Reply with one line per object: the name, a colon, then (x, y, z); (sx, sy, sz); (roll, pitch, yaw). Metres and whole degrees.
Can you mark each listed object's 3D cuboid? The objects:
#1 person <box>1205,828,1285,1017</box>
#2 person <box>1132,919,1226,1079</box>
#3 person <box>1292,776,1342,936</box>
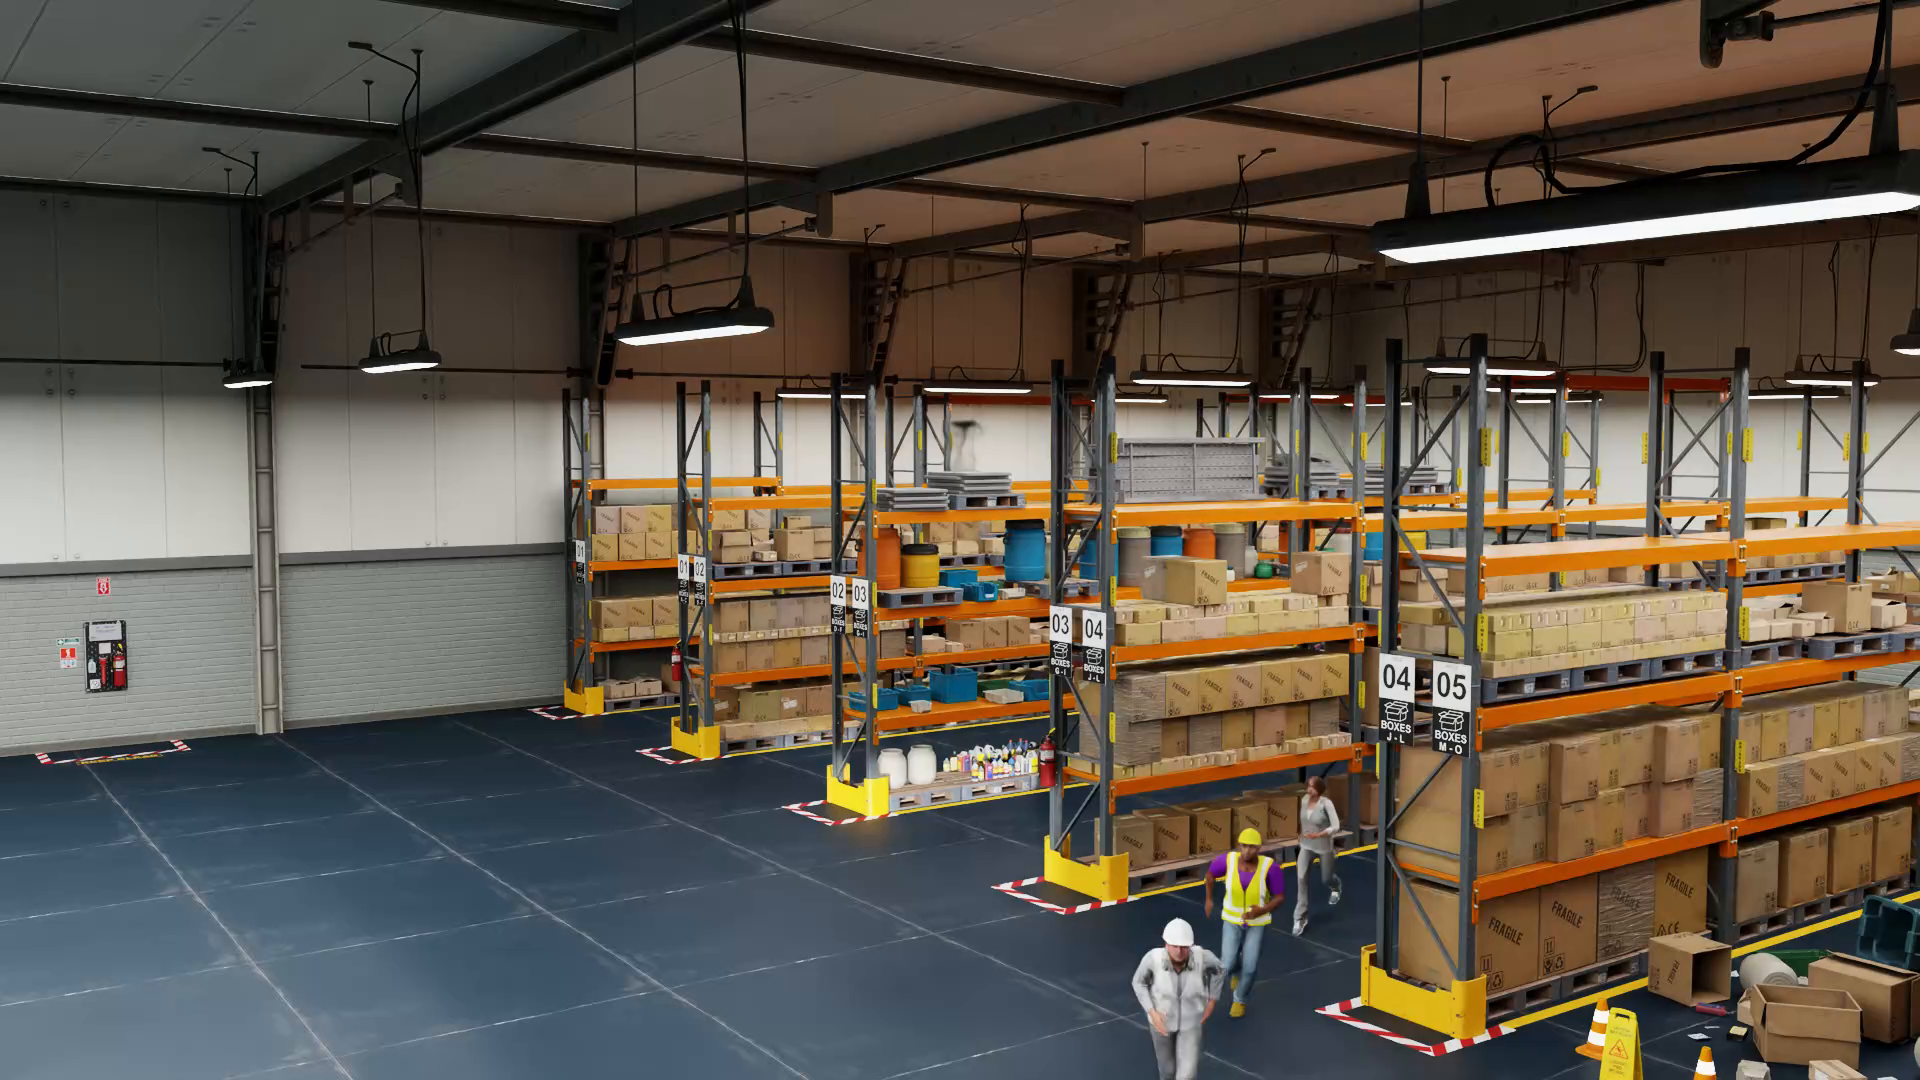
person: (2.517, 3.371, 14.727); (0.709, 1.701, 0.602); (1, 4, 11)
person: (1.599, 3.546, 12.245); (0.688, 1.731, 1.031); (0, 4, 1)
person: (3.780, 3.262, 17.448); (0.496, 1.620, 1.005); (2, 4, 33)
